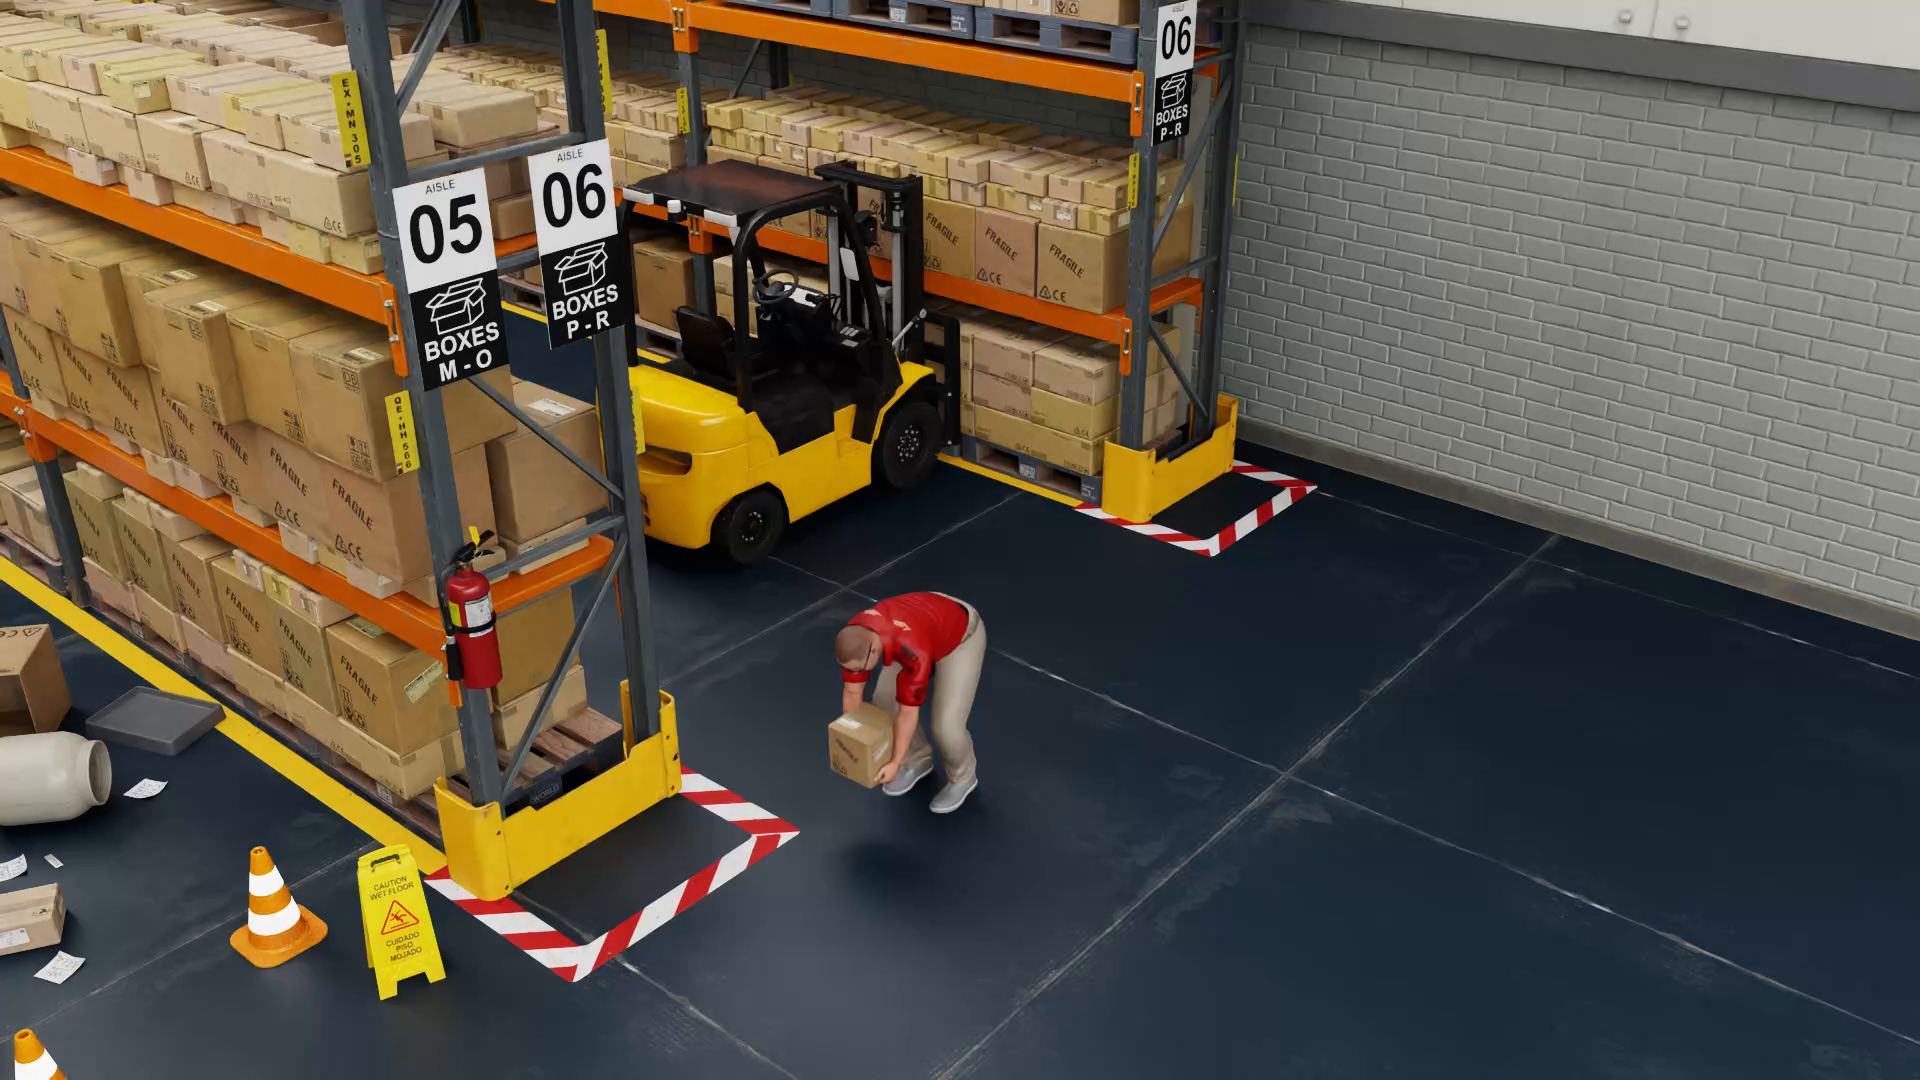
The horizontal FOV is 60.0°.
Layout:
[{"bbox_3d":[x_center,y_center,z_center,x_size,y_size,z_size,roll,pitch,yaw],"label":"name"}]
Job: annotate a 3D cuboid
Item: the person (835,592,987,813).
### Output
[{"bbox_3d":[-0.247,0.763,7.765,0.508,1.170,0.931,19,33,32],"label":"person"}]
